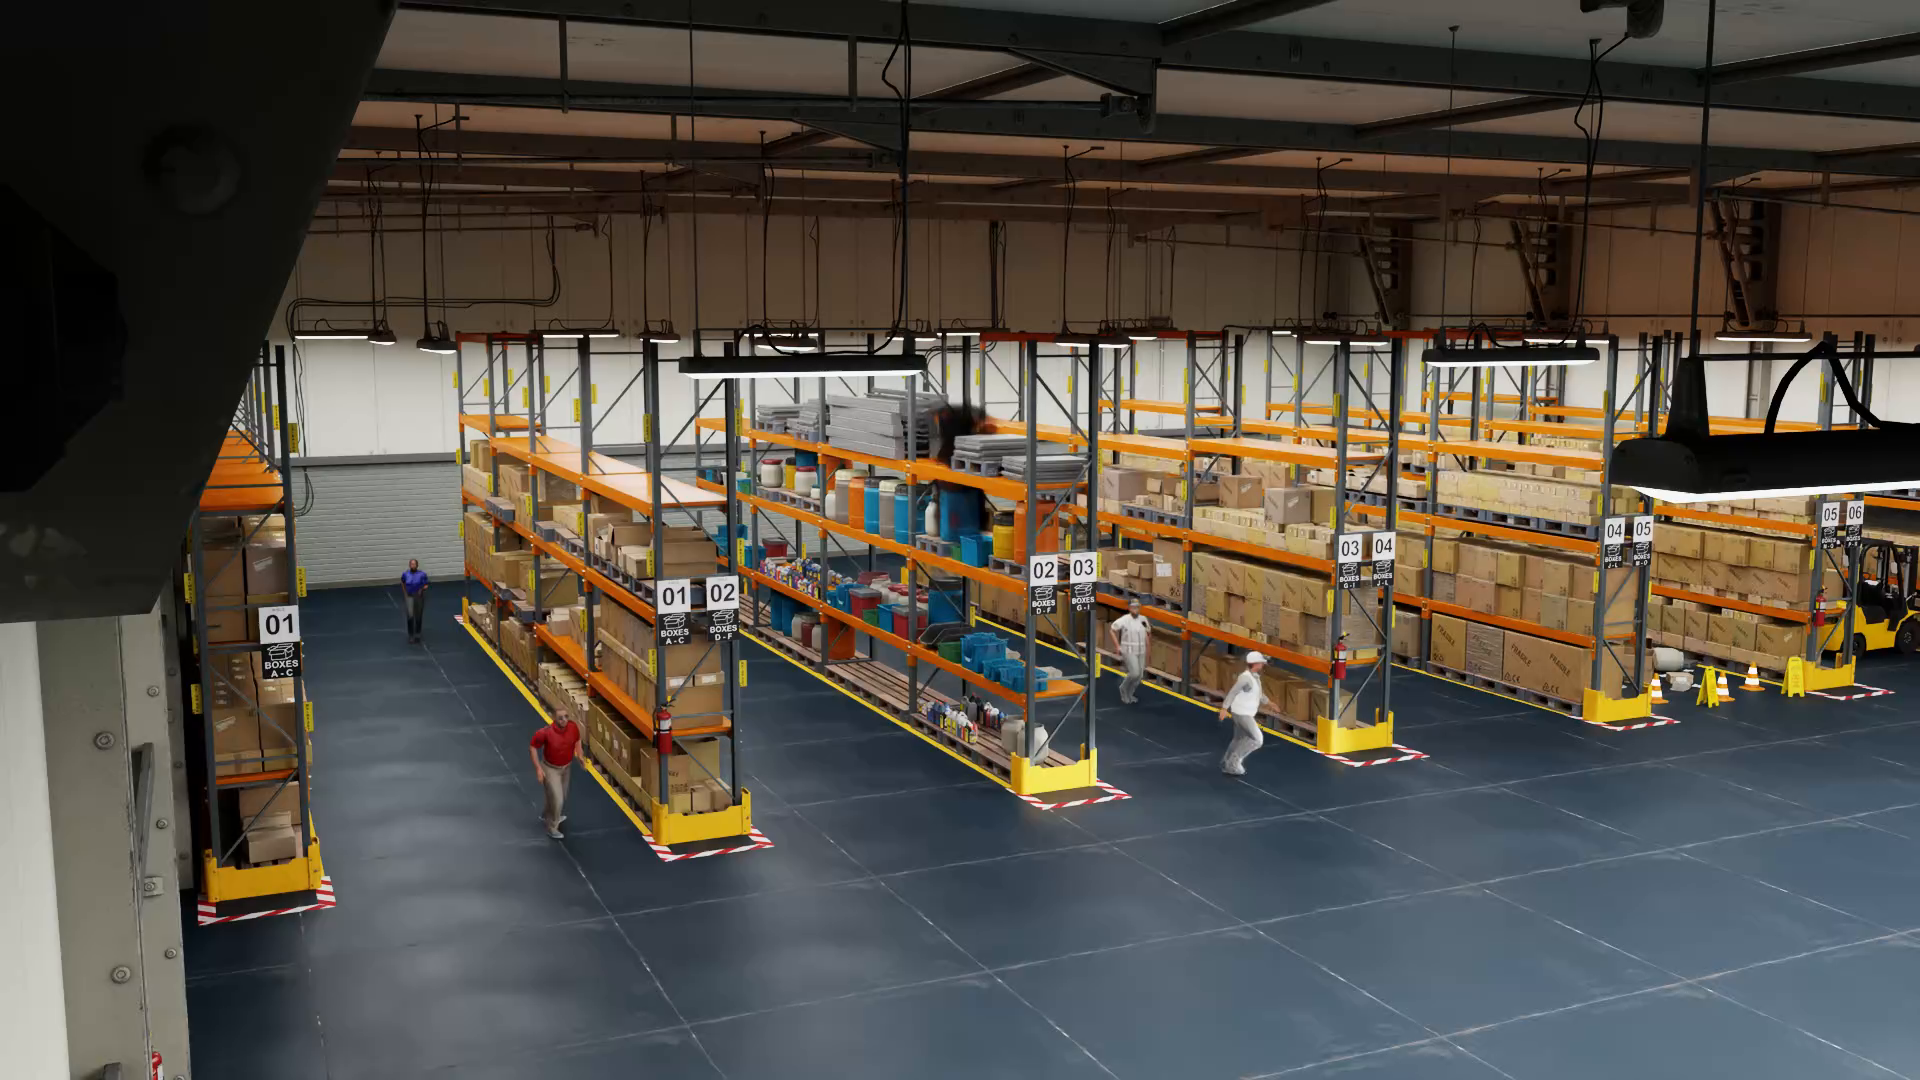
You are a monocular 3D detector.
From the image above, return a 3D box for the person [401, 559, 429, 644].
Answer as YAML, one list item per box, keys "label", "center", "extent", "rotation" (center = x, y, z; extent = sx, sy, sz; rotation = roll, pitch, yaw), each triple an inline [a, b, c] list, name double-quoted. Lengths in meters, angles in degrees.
- label: "person"
  center: [-10.585, 1.175, 32.335]
  extent: [0.520, 1.662, 0.784]
  rotation: [-3, 8, -19]

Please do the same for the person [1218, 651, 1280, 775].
- label: "person"
  center: [3.998, 2.389, 22.951]
  extent: [0.788, 1.737, 0.644]
  rotation: [2, 8, 17]

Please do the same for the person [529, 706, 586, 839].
- label: "person"
  center: [-4.950, 2.798, 20.348]
  extent: [0.881, 1.655, 0.705]
  rotation: [5, 9, 32]

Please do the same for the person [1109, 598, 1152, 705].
- label: "person"
  center: [2.850, 1.818, 27.049]
  extent: [0.635, 1.754, 0.655]
  rotation: [-4, 9, -28]

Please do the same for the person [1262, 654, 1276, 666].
- label: "person"
  center: [5.666, 1.493, 29.526]
  extent: [0.706, 1.736, 0.692]
  rotation: [-5, 9, -30]
